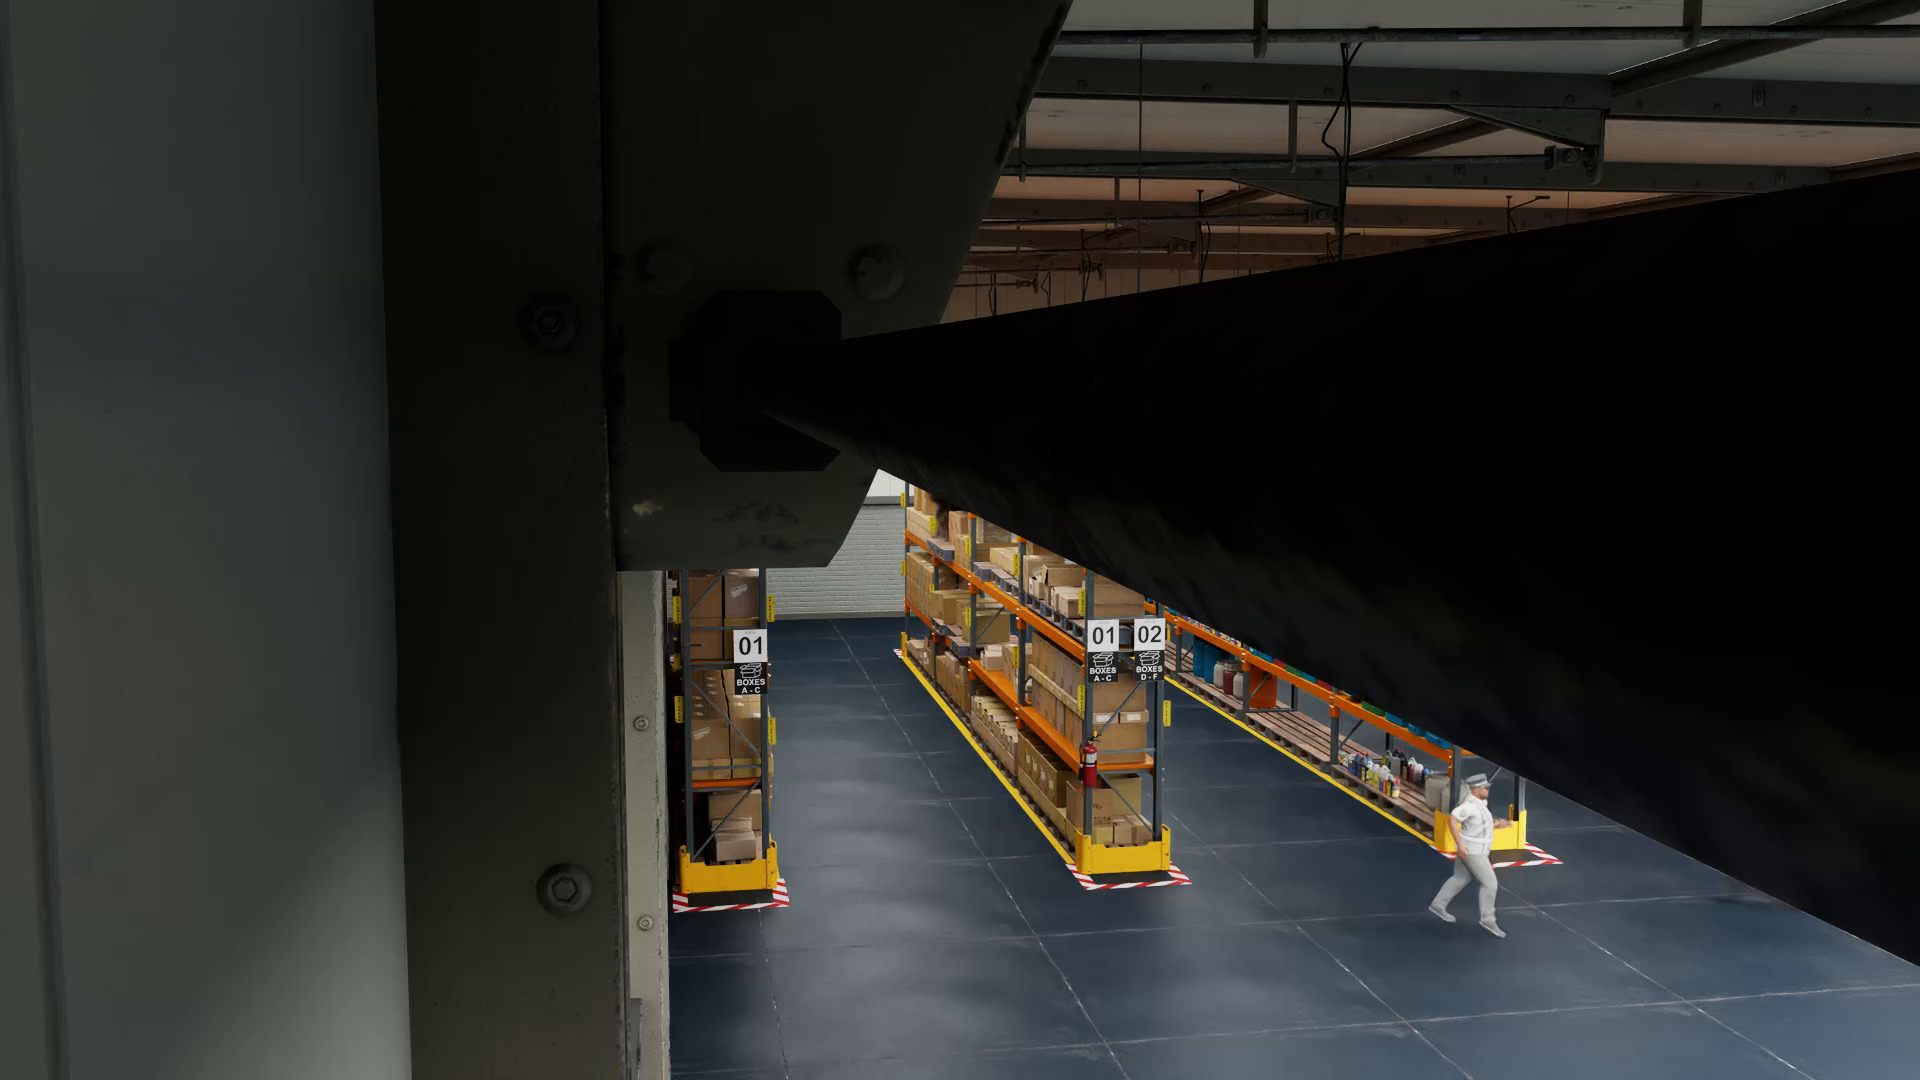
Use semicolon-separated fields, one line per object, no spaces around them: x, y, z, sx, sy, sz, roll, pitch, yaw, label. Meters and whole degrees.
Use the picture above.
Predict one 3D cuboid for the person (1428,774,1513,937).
5.735;3.513;18.669;0.892;1.837;0.634;2;6;16;person
